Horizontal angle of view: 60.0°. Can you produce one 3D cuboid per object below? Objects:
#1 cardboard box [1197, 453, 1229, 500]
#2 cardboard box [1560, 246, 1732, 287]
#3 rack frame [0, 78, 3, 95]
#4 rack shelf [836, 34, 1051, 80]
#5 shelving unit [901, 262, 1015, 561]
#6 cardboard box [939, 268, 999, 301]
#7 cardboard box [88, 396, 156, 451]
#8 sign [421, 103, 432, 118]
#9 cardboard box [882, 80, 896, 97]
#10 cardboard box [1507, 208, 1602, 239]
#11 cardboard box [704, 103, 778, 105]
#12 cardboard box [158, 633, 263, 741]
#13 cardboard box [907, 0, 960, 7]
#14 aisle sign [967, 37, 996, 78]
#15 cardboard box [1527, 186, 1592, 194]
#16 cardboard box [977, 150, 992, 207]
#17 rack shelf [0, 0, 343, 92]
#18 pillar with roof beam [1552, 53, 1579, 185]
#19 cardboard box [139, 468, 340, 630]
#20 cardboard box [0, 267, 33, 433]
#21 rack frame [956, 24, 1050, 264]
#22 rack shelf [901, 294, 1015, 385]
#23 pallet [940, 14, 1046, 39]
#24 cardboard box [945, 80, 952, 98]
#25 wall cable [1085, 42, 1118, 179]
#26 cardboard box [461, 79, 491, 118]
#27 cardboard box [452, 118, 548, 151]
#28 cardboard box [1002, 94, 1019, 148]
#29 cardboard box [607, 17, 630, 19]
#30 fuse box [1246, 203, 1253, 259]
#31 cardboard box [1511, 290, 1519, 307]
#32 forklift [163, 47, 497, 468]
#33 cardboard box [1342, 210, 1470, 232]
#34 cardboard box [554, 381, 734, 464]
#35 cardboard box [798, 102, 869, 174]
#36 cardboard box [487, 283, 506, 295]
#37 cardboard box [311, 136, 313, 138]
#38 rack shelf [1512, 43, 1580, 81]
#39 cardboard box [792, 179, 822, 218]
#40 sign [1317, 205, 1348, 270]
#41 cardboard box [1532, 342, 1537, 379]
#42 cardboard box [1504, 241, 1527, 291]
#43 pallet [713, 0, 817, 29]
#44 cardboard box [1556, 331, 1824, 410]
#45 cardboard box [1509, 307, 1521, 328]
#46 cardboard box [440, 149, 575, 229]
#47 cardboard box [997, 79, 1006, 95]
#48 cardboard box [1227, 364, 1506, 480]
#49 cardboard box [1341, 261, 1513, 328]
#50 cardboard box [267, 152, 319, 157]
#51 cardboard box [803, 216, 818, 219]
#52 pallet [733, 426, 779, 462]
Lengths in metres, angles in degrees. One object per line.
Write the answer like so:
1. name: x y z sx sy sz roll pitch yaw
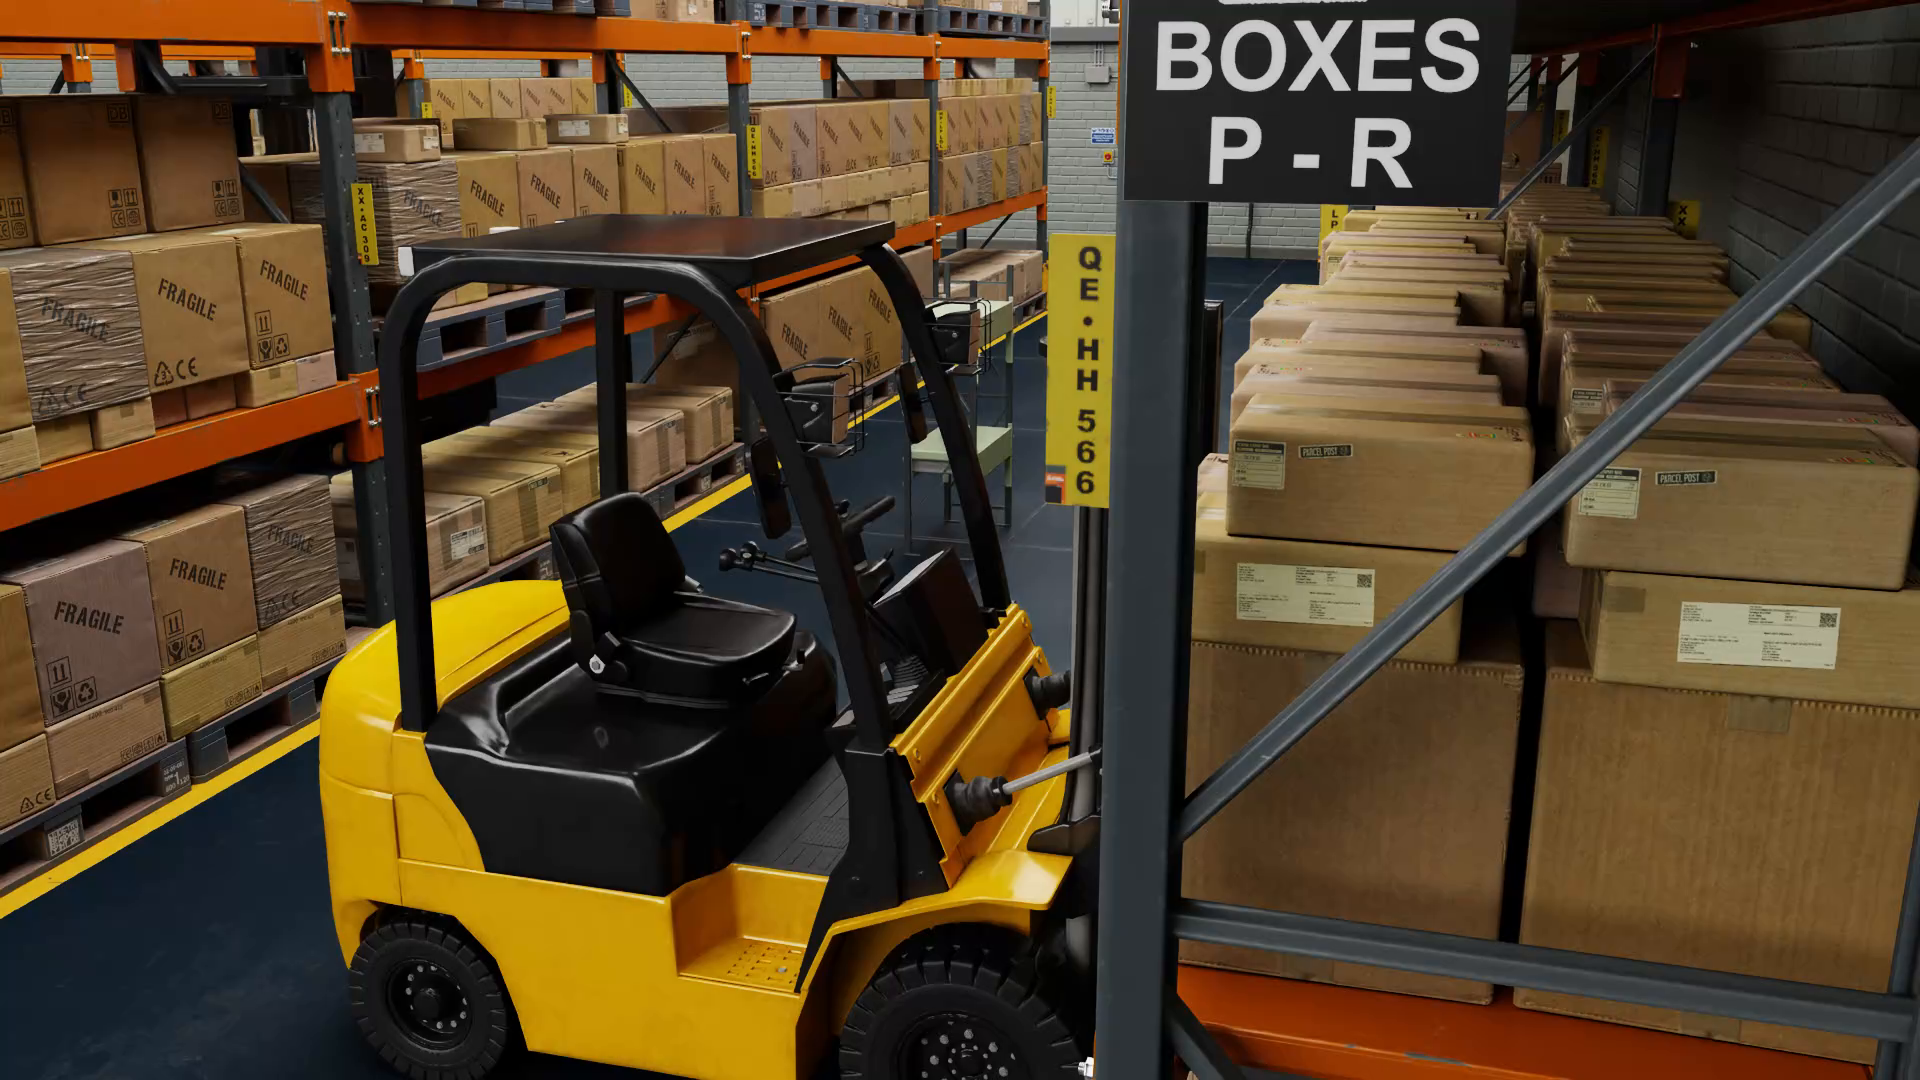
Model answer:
1. cardboard box: 0.543 -0.023 2.541 0.380 0.149 0.250 5 17 17
2. cardboard box: 1.727 -0.655 4.223 0.380 0.149 0.250 4 16 15
3. rack frame: -10.183 -3.773 17.135 1.000 3.000 0.127 5 16 16
4. rack shelf: -0.113 -4.625 15.959 1.077 0.370 4.000 5 16 16
5. shelving unit: -0.002 -0.720 9.119 0.431 1.500 0.755 5 16 16
6. cardboard box: -0.146 -2.364 16.093 0.875 0.438 0.875 4 16 14
7. cardboard box: -3.039 -0.417 5.763 0.380 0.149 0.250 4 16 15
8. sign: -4.923 -3.877 15.379 0.100 0.325 0.005 5 16 16
9. cardboard box: -0.720 -4.012 14.771 0.380 0.149 0.250 5 17 17
10. cardboard box: 2.589 -1.358 7.250 0.380 0.149 0.250 5 17 16
11. cardboard box: -1.636 -2.907 12.066 0.500 0.500 0.500 5 16 16
12. cardboard box: -3.007 0.525 6.251 0.500 0.250 0.500 4 16 14
13. cardboard box: -0.313 -4.883 14.417 0.500 0.500 0.500 5 17 17
14. aisle sign: 0.198 -5.343 17.906 0.394 0.787 0.004 5 16 16
15. cardboard box: 3.077 -1.756 8.653 0.380 0.149 0.250 5 17 17
16. cardboard box: -0.002 -3.416 15.693 0.500 0.500 0.500 5 17 16
17. rack shelf: -3.523 -1.485 4.890 1.077 0.370 4.000 5 16 16
18. pillar with roof beam: 2.719 -7.523 19.360 9.100 9.000 0.400 5 16 16
19. cardboard box: -2.865 0.024 6.643 0.500 0.500 0.500 4 16 15
20. cardboard box: -3.266 -0.562 5.084 0.500 0.500 0.500 4 16 15
21. rack frame: 0.456 -4.051 18.115 1.000 3.000 0.127 5 16 16
22. rack shelf: -0.002 -1.095 9.012 0.431 0.370 0.720 5 16 16
23. pallet: 0.255 -5.257 17.030 1.003 0.211 1.213 5 16 16
24. cardboard box: -0.285 -3.977 14.648 0.380 0.149 0.250 5 17 17
25. wall cable: 2.036 -6.032 23.179 0.585 1.953 0.123 5 16 16
26. cardboard box: -4.961 -4.270 16.327 0.500 0.500 0.500 4 16 14
27. cardboard box: -2.272 -2.005 8.213 0.380 0.149 0.250 6 17 19
28. cardboard box: 0.283 -4.167 16.510 0.500 0.500 0.500 5 16 16
29. cardboard box: -2.224 -3.050 8.898 0.797 0.503 0.637 5 16 16
30. fuse box: 4.008 -4.707 22.789 0.539 1.711 0.414 5 16 16
31. cardboard box: 2.195 -0.809 6.043 0.500 0.250 0.500 4 16 15
32. forklift: -4.468 -2.020 11.081 1.130 2.935 3.031 5 17 18
33. cardboard box: 1.430 -0.971 5.337 0.380 0.149 0.250 5 17 17
34. cardboard box: -1.988 -0.749 10.519 0.950 0.372 0.625 3 16 12
35. cardboard box: -1.003 -2.994 12.371 0.500 0.500 0.500 5 17 17
36. cardboard box: -2.408 -1.258 7.957 0.380 0.149 0.250 6 17 19
37. cardboard box: -6.082 -3.589 15.085 0.380 0.149 0.250 5 17 17
38. rack shelf: 3.511 -3.194 10.916 1.077 0.370 4.000 5 16 16
39. cardboard box: -1.289 -2.375 11.564 0.500 0.250 0.500 5 17 17
40. sign: 1.282 -1.086 5.685 0.100 0.325 0.005 5 16 16
41. cardboard box: 1.598 -0.446 4.032 0.380 0.149 0.250 4 16 15
42. cardboard box: 2.111 -0.963 5.856 0.380 0.149 0.250 4 16 15
43. pallet: -1.686 -3.483 10.961 1.213 0.211 1.003 5 17 18
44. cardboard box: 1.222 -0.255 2.815 0.380 0.149 0.250 5 17 16
45. cardboard box: 1.937 -0.437 5.191 0.500 0.500 0.500 5 16 16
46. cardboard box: -2.251 -1.665 8.203 0.500 0.500 0.500 5 16 16
47. cardboard box: 0.236 -4.445 16.298 0.380 0.149 0.250 5 17 17
48. cardboard box: 0.609 -0.161 2.484 0.380 0.149 0.250 5 16 16
49. cardboard box: 1.087 -0.561 3.892 0.380 0.149 0.250 5 16 16
50. cardboard box: -2.904 -1.573 7.881 0.500 0.500 0.500 5 17 16
51. cardboard box: -1.309 -2.130 11.617 0.500 0.250 0.500 4 16 14
52. pallet: -1.522 -0.817 11.823 1.003 0.211 1.213 5 16 16
